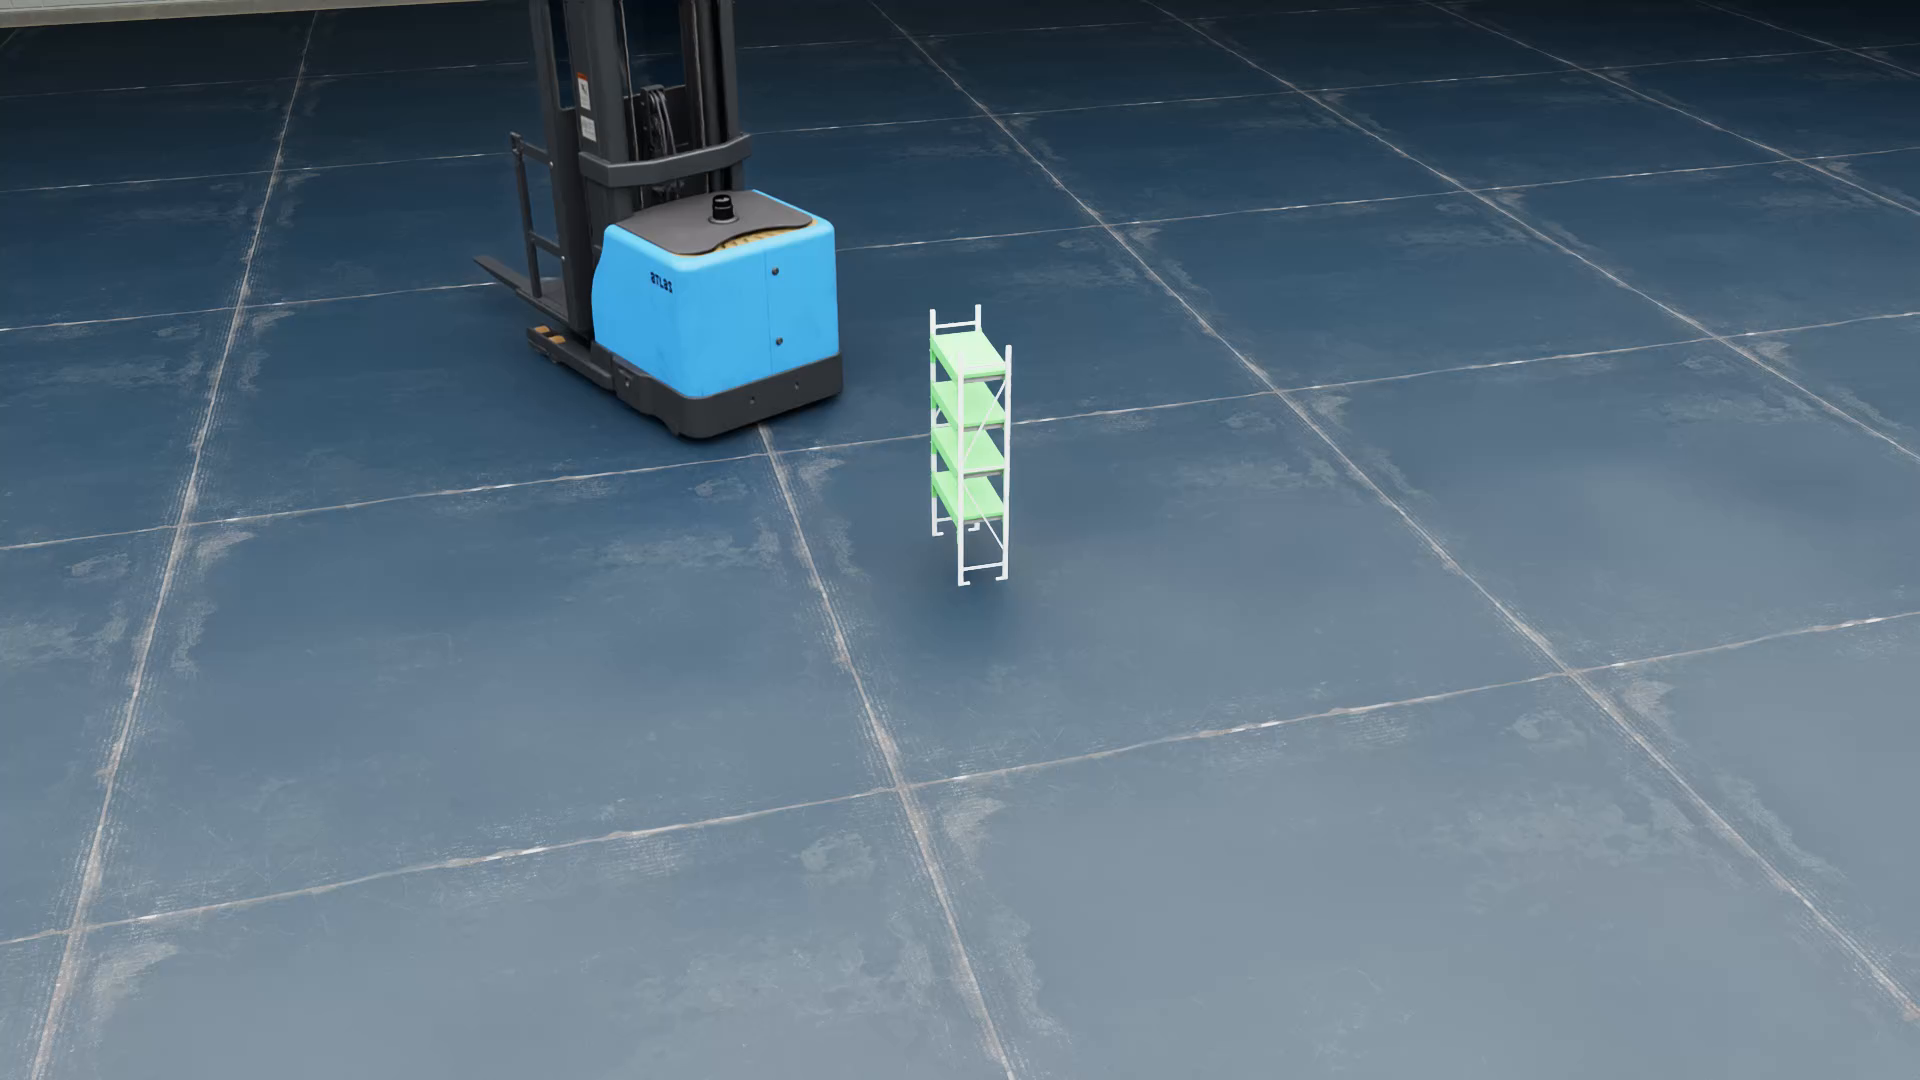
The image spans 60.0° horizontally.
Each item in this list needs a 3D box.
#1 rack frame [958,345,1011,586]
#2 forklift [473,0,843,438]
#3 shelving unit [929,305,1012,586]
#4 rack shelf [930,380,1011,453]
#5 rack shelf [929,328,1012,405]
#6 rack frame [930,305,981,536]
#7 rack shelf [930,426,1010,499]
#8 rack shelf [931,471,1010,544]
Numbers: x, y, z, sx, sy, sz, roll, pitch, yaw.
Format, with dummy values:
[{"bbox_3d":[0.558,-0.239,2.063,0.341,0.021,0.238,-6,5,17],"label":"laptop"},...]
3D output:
[{"bbox_3d":[0.109,-0.321,7.608,0.240,1.200,0.015,-8,31,-13],"label":"rack frame"},{"bbox_3d":[-2.010,-2.487,9.621,1.130,2.935,3.031,-23,37,-34],"label":"forklift"},{"bbox_3d":[0.044,-0.439,7.811,0.258,1.200,0.503,-8,31,-13],"label":"shelving unit"},{"bbox_3d":[0.044,-0.592,7.723,0.258,0.148,0.480,-8,31,-13],"label":"rack shelf"},{"bbox_3d":[0.044,-0.799,7.603,0.258,0.148,0.480,-8,31,-13],"label":"rack shelf"},{"bbox_3d":[-0.021,-0.557,8.015,0.240,1.200,0.015,-8,31,-13],"label":"rack frame"},{"bbox_3d":[0.044,-0.384,7.843,0.258,0.148,0.480,-8,31,-13],"label":"rack shelf"},{"bbox_3d":[0.044,-0.176,7.964,0.258,0.148,0.480,-8,31,-13],"label":"rack shelf"}]
